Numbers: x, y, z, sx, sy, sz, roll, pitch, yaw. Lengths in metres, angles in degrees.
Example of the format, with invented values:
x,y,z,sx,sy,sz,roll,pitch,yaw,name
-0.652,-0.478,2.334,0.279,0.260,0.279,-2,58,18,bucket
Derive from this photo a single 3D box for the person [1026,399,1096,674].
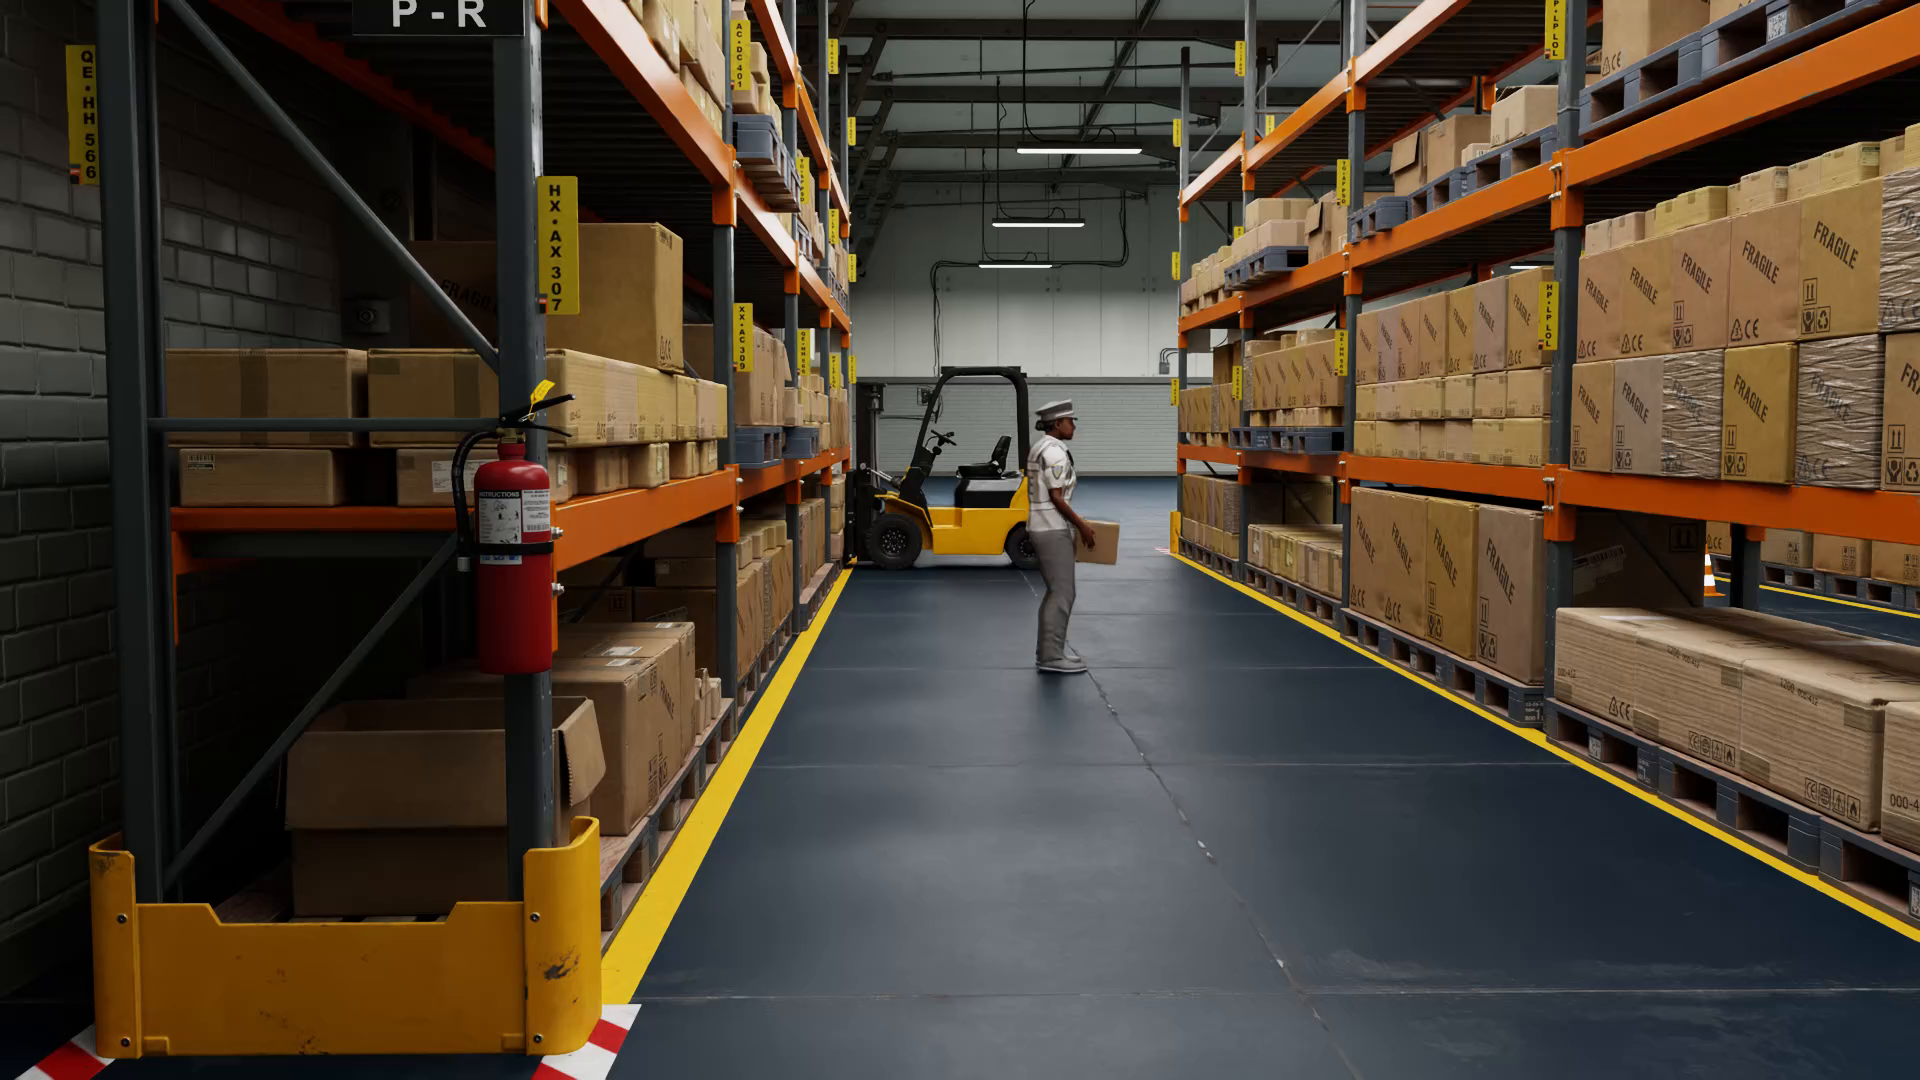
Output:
x,y,z,sx,sy,sz,roll,pitch,yaw,name
0.624,-0.035,10.330,0.429,1.684,0.479,0,4,-1,person
